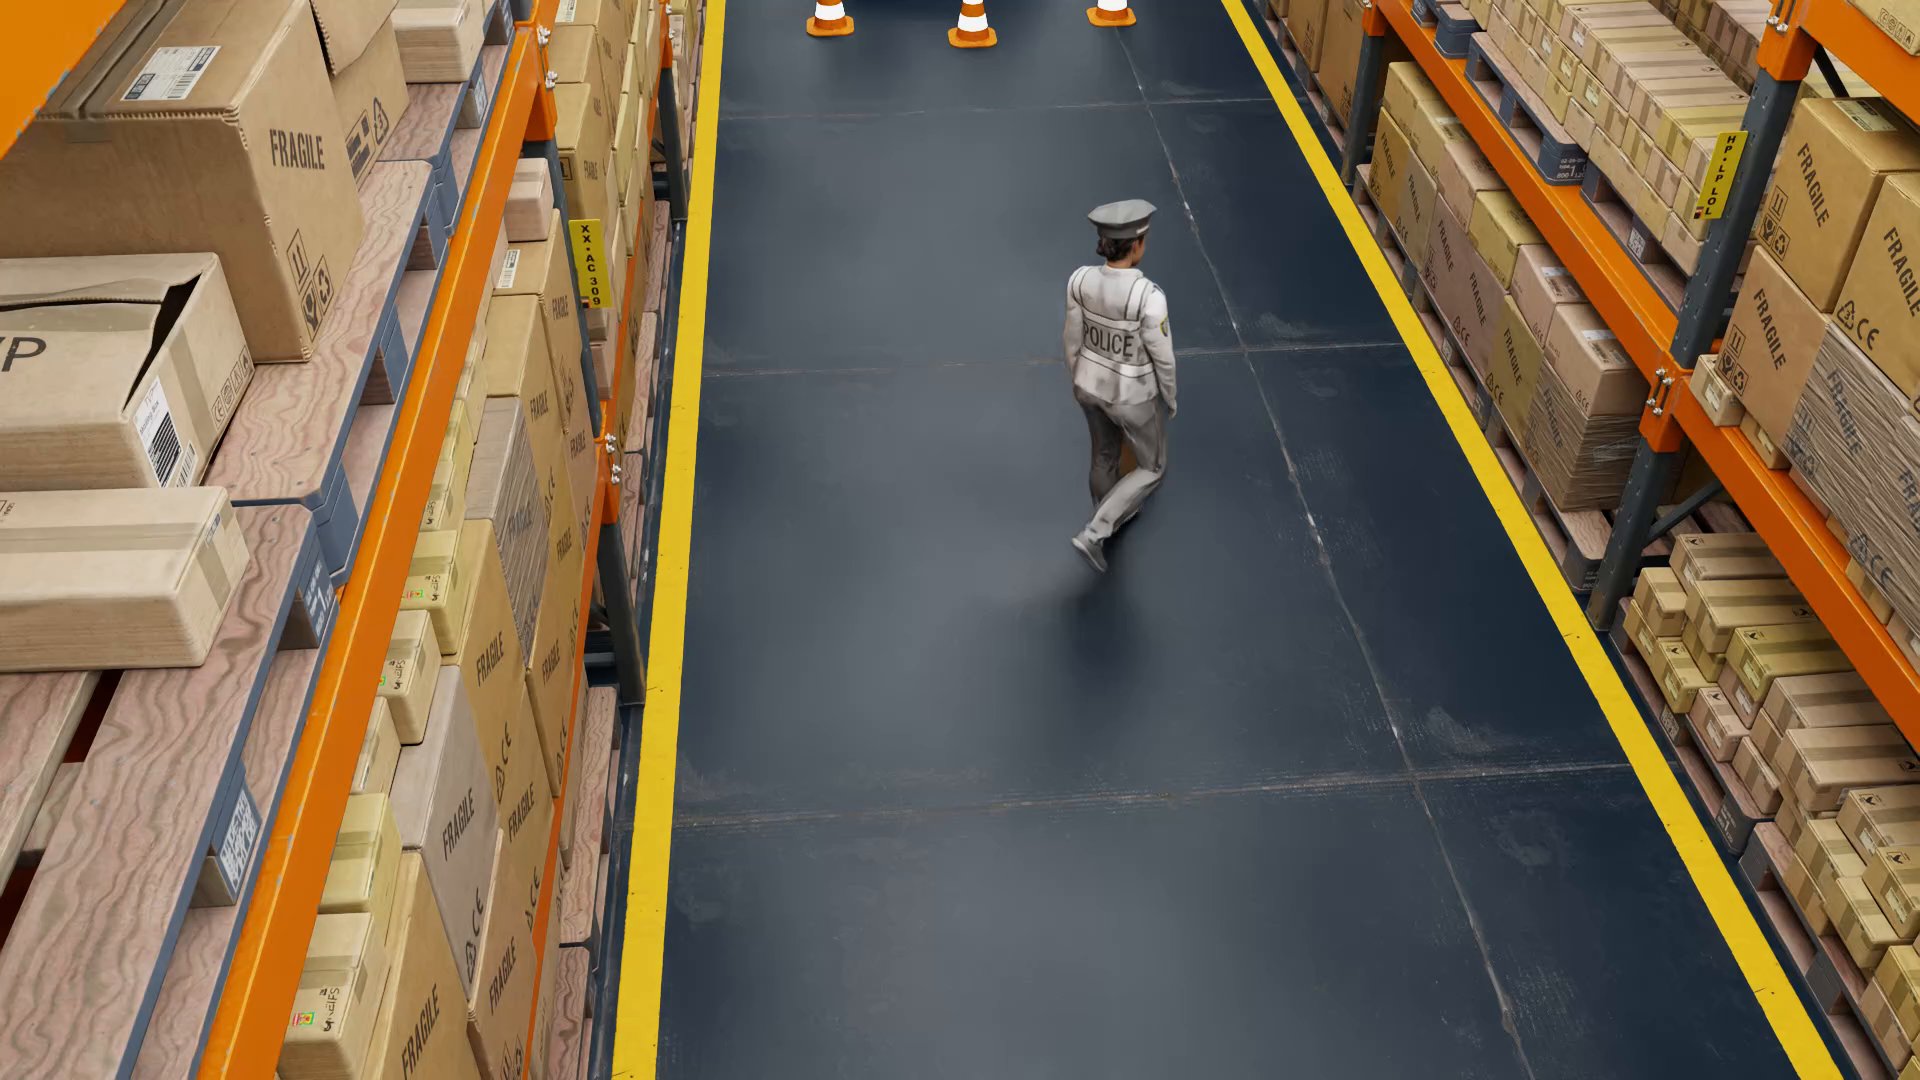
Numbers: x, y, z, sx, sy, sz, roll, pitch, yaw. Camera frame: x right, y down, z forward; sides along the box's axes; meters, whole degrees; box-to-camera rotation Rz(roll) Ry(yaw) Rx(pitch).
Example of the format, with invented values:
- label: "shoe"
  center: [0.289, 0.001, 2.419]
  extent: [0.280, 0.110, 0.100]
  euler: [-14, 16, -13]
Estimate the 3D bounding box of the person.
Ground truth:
- label: "person"
  center: [0.636, -0.601, 6.864]
  extent: [0.506, 1.652, 0.687]
  euler: [28, 47, 30]
